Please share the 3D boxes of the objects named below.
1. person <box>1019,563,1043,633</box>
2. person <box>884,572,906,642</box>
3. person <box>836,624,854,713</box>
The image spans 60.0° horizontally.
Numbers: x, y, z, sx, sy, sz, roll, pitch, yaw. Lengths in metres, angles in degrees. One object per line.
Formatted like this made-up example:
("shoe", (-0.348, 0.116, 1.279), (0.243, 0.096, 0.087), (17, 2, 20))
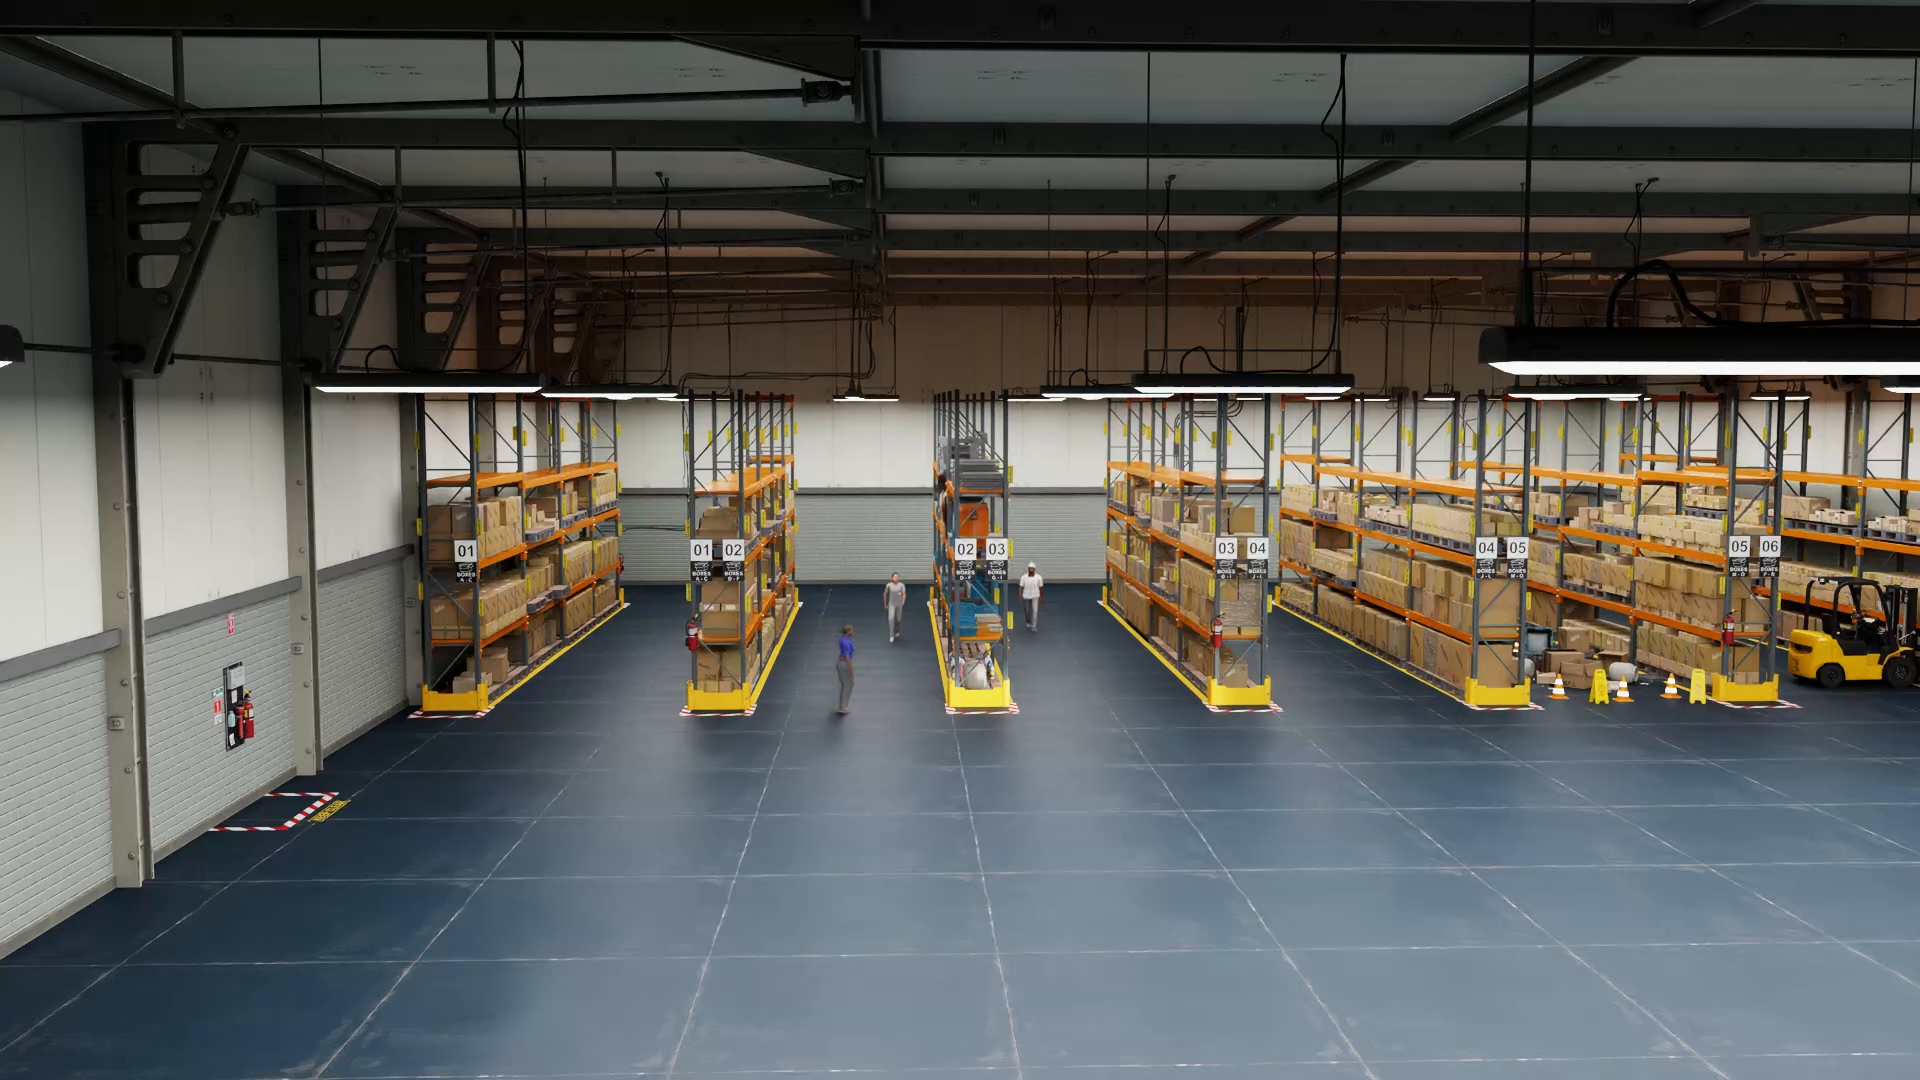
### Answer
("person", (1.789, 1.445, 41.927), (0.624, 1.729, 1.013), (0, 5, 3))
("person", (-1.587, 1.620, 40.544), (0.529, 1.672, 0.932), (0, 5, -1))
("person", (-2.138, 2.408, 30.970), (0.340, 1.706, 0.570), (0, 5, -6))
